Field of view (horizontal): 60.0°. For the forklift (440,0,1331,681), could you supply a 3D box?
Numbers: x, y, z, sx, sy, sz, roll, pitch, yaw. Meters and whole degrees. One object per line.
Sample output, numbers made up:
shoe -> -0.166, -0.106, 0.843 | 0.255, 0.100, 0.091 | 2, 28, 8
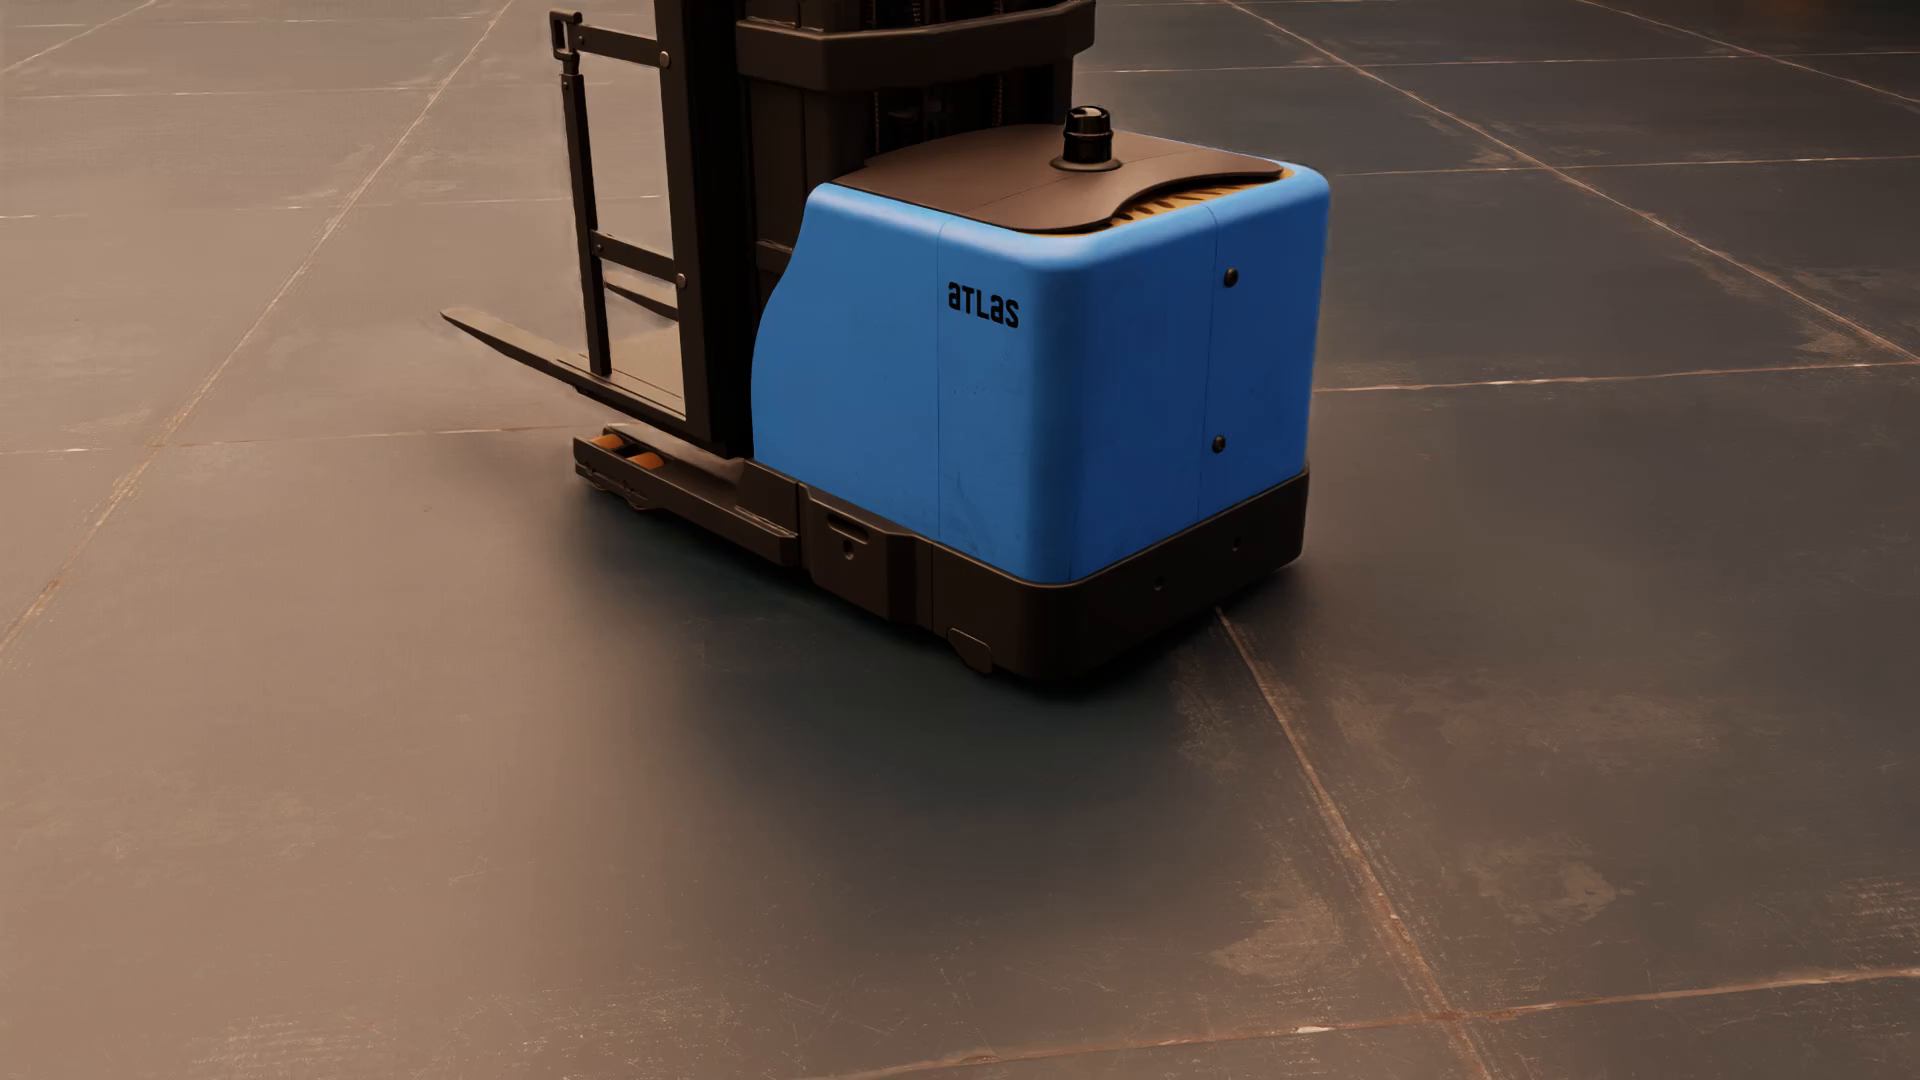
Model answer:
forklift -> -0.490, -1.543, 4.432 | 1.130, 2.935, 3.031 | -23, 34, -39
